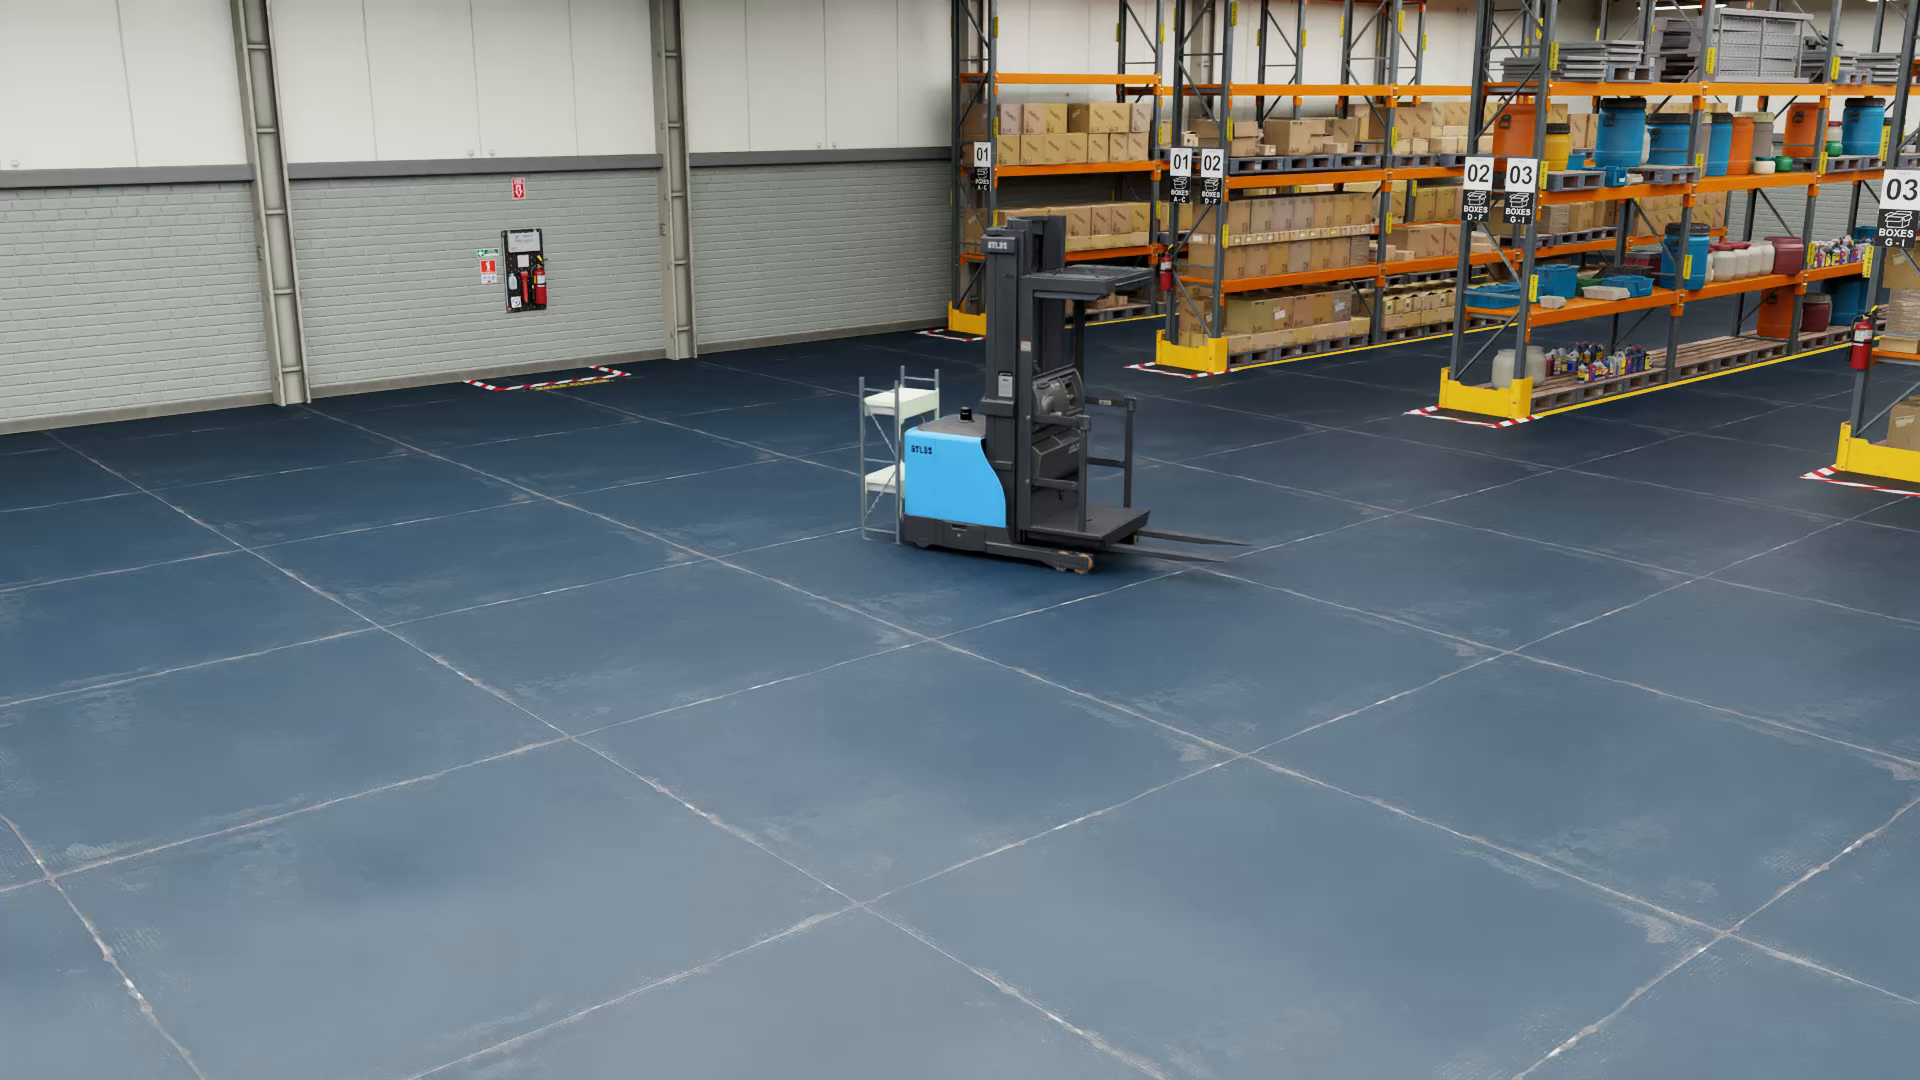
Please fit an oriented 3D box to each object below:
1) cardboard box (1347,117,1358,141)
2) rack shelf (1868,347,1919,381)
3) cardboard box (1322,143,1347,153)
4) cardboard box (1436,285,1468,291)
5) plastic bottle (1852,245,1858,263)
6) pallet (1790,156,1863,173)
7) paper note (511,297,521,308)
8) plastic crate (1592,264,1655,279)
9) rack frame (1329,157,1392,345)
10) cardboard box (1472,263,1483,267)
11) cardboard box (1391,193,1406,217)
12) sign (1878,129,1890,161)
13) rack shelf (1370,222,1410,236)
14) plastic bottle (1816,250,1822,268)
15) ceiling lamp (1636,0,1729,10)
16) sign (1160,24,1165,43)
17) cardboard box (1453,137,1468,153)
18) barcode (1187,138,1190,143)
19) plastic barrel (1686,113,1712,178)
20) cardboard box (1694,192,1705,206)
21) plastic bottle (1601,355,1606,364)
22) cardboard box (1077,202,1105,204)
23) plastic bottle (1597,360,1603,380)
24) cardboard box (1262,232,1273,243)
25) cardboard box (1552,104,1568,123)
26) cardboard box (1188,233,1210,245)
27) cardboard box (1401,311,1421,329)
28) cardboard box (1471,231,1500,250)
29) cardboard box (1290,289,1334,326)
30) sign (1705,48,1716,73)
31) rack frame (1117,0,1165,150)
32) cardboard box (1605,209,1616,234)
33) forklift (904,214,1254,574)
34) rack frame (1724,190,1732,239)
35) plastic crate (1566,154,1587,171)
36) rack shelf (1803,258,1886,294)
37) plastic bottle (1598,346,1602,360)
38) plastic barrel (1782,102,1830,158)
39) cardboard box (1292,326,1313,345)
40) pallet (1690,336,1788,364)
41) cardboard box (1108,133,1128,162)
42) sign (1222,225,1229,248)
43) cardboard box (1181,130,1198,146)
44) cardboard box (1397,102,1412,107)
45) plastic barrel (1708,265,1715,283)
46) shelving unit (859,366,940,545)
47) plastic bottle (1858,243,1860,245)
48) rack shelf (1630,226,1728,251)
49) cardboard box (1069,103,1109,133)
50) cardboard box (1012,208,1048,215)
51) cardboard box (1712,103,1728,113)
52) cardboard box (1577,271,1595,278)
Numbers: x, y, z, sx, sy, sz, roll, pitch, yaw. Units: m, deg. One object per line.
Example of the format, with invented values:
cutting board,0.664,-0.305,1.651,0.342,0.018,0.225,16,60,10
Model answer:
cardboard box,7.748,-8.454,34.228,0.500,0.500,0.700,-13,20,-39
rack shelf,11.492,-2.116,18.754,4.000,0.370,1.077,-13,19,-39
cardboard box,5.770,-6.073,25.761,0.250,0.149,0.380,-13,19,-39
cardboard box,8.515,-4.244,28.753,0.500,0.311,0.500,-13,20,-40
plastic bottle,14.622,-4.678,27.179,0.133,0.283,0.061,-13,19,-39
pallet,13.408,-5.913,26.127,1.213,0.211,1.003,-13,19,-39
paper note,-6.405,-3.435,24.004,0.142,0.148,0.016,-13,19,-39
plastic crate,9.271,-3.673,23.308,0.504,0.338,0.767,-13,19,-39
rack frame,6.501,-4.732,27.152,0.127,3.000,1.000,-13,19,-39
cardboard box,11.459,-6.501,37.804,0.500,0.500,0.700,-13,20,-40
cardboard box,9.099,-7.125,35.303,0.500,0.500,0.500,-13,20,-40
sign,9.634,-4.113,17.309,0.005,0.325,0.100,-13,19,-39
rack shelf,7.773,-6.364,34.658,4.000,0.370,1.077,-13,19,-39
plastic bottle,13.584,-4.445,26.305,0.133,0.283,0.061,-13,19,-39
ceiling lamp,15.982,-13.410,36.704,0.800,3.185,2.000,-13,19,-39
sign,3.589,-8.975,29.448,0.005,0.325,0.100,-13,19,-39
cardboard box,8.391,-6.714,28.238,0.500,0.250,0.500,-13,20,-40
barcode,3.394,-5.929,24.696,0.075,0.075,0.001,-13,19,-39
plastic barrel,10.484,-5.697,23.983,0.600,0.901,0.600,0,15,0
cardboard box,14.630,-6.993,33.484,0.500,0.500,0.500,-12,19,-38
plastic bottle,8.869,-2.408,22.865,0.133,0.283,0.061,-13,19,-39
cardboard box,2.362,-5.869,30.209,0.500,0.500,0.500,-13,20,-40
plastic bottle,8.638,-2.305,22.501,0.097,0.271,0.097,0,15,0
cardboard box,4.499,-4.570,25.095,0.250,0.149,0.380,-13,20,-40
cardboard box,10.621,-7.635,30.079,0.500,0.500,0.500,-13,19,-39
cardboard box,3.647,-4.518,24.900,0.250,0.149,0.380,-13,20,-40
cardboard box,7.354,-3.713,27.851,0.500,0.250,0.500,-12,19,-38
cardboard box,9.215,-5.313,29.501,0.500,0.311,0.500,-11,19,-36
cardboard box,5.535,-3.679,26.274,0.500,0.500,0.500,-13,19,-39
sign,10.102,-6.455,22.384,0.005,0.325,0.100,-13,19,-39
rack frame,3.246,-8.594,29.986,0.127,3.000,1.000,-13,19,-39
cardboard box,12.745,-6.270,32.717,0.500,0.500,0.500,-12,19,-38
forklift,1.035,-1.283,14.375,3.031,2.935,1.130,8,17,27
rack frame,15.553,-6.765,34.762,0.127,3.000,1.000,-13,19,-39
plastic crate,7.973,-4.912,22.046,0.575,0.384,0.392,-13,19,-39
rack shelf,14.276,-4.436,27.437,4.000,0.370,1.077,-13,19,-39
plastic bottle,9.066,-2.618,23.648,0.133,0.283,0.061,-13,19,-39
plastic barrel,13.197,-6.400,25.937,0.708,0.830,0.600,-13,19,-39
cardboard box,5.167,-3.230,26.044,0.500,0.250,0.500,-13,19,-39
pallet,12.157,-2.973,25.973,1.213,0.211,1.003,-13,19,-39
cardboard box,2.638,-6.986,29.545,0.500,0.500,0.500,14,20,42
sign,3.843,-4.402,24.085,0.005,0.325,0.100,-13,19,-39
cardboard box,4.176,-7.486,31.009,0.500,0.311,0.500,-12,19,-38
cardboard box,9.655,-9.205,35.915,0.500,0.500,0.500,-13,20,-40
plastic barrel,10.849,-3.894,24.285,0.301,0.262,0.301,0,15,0
shelving unit,-0.546,-0.792,15.311,0.431,1.500,0.755,8,17,27
plastic bottle,14.948,-4.804,27.672,0.097,0.271,0.097,0,15,0
rack shelf,14.045,-6.078,33.587,4.000,0.370,1.077,-13,19,-39
cardboard box,2.253,-7.363,29.019,0.500,0.500,0.500,-14,20,-41
cardboard box,1.166,-5.421,28.533,0.500,0.500,0.500,-13,19,-39
cardboard box,15.177,-8.655,33.896,0.500,0.500,0.700,-13,19,-39
cardboard box,11.595,-4.785,31.344,0.500,0.500,0.500,-12,19,-39
